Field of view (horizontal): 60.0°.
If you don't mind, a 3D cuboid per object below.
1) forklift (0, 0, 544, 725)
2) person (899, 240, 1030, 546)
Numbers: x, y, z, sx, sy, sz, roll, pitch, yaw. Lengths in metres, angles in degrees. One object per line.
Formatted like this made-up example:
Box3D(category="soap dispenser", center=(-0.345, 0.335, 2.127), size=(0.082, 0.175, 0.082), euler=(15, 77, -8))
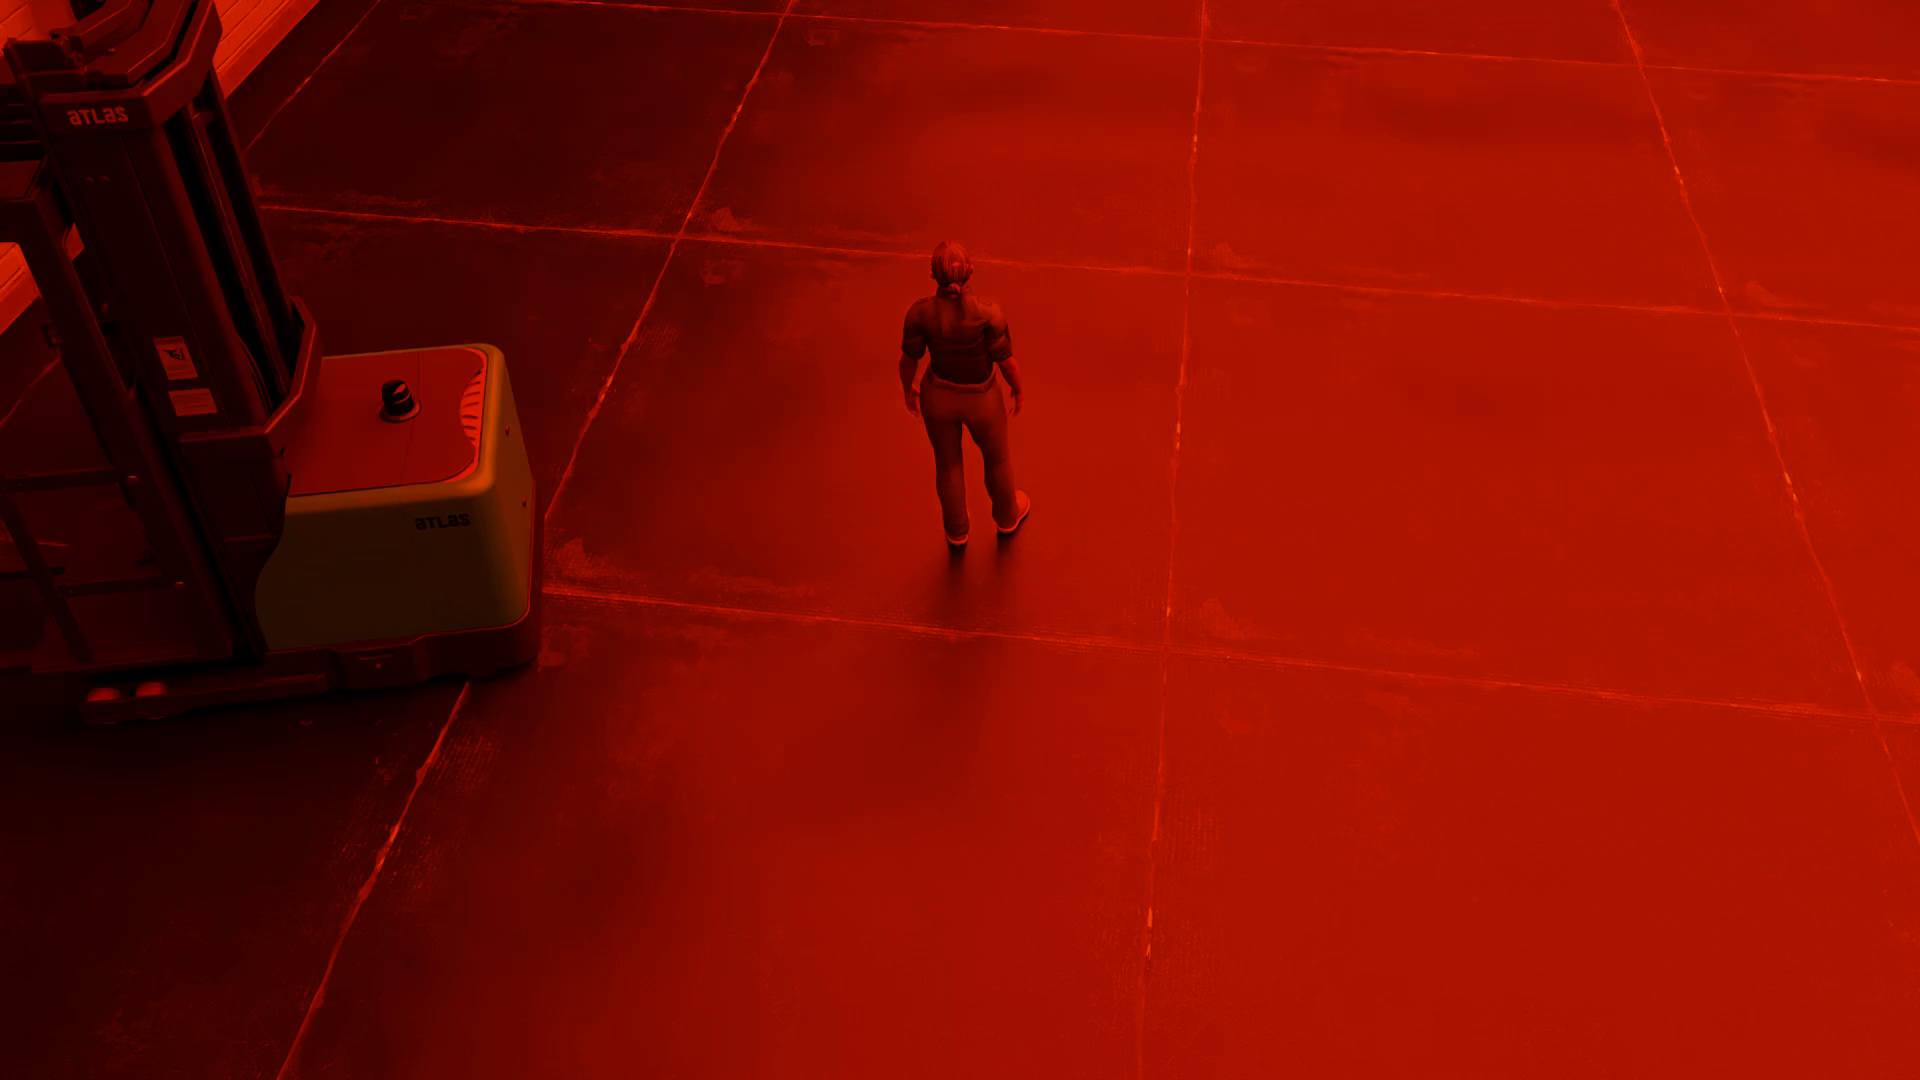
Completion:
Box3D(category="forklift", center=(-3.404, -0.683, 6.467), size=(3.031, 2.935, 1.130), euler=(-6, 43, -7))
Box3D(category="person", center=(0.031, -0.671, 7.389), size=(0.570, 1.654, 0.504), euler=(5, 43, 6))
